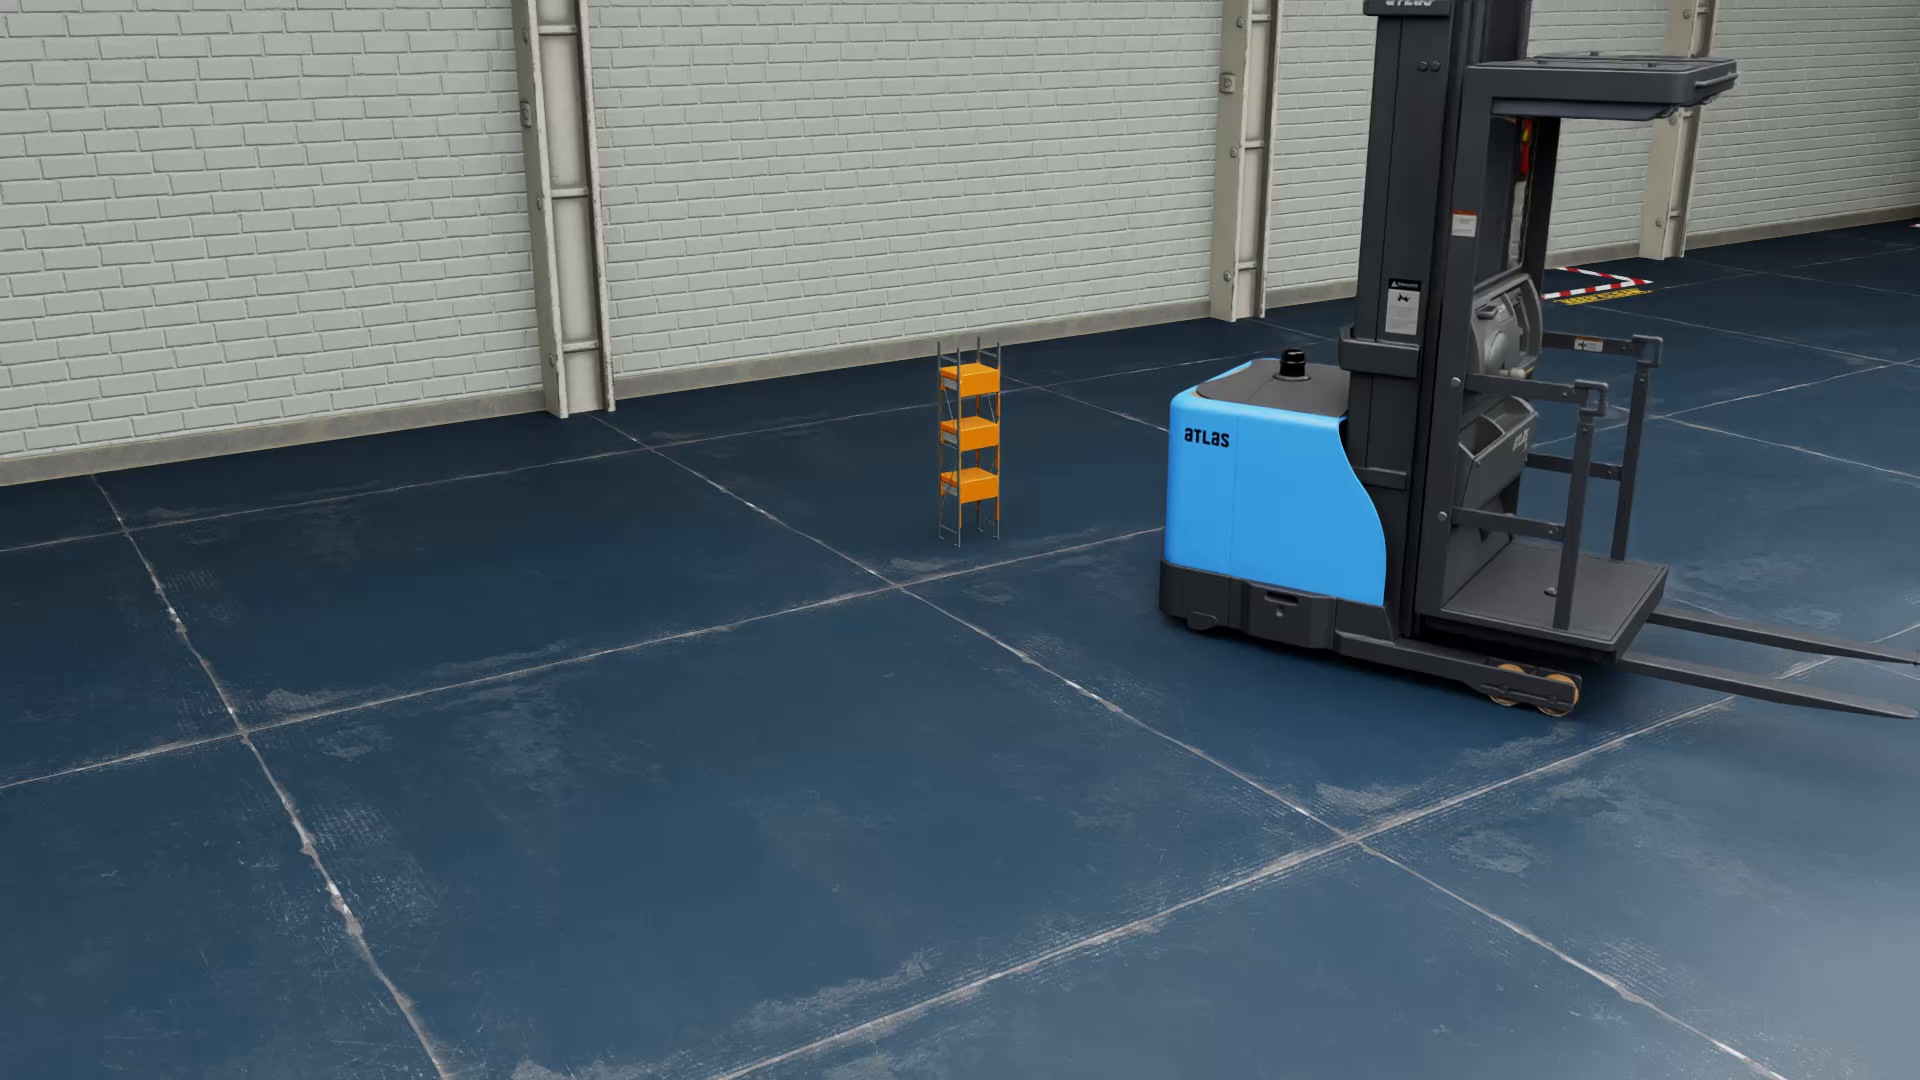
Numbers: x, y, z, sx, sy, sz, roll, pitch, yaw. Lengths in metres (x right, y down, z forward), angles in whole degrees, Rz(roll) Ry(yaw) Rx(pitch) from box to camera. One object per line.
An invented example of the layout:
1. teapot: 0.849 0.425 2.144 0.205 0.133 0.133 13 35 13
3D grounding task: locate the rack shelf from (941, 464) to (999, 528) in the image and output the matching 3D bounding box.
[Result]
1. rack shelf: 0.045 -0.233 8.697 0.240 0.259 0.215 -12 22 -31

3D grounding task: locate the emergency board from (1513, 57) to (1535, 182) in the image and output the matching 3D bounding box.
1. emergency board: 5.337 -4.002 15.899 0.643 1.169 0.194 -12 22 -31

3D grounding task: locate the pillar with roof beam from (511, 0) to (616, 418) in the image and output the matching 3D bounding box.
1. pillar with roof beam: -0.233 -4.004 6.537 0.400 9.000 9.100 -12 22 -31

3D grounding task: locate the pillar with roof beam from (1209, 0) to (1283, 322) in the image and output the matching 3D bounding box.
1. pillar with roof beam: 4.778 -5.061 9.663 0.400 9.000 9.100 -12 22 -31

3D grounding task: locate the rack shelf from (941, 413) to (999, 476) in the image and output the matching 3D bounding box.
1. rack shelf: 0.045 -0.497 8.608 0.240 0.259 0.215 -12 22 -31

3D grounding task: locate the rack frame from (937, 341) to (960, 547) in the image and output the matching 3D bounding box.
1. rack frame: -0.057 -0.485 8.541 0.008 1.050 0.200 -12 22 -31

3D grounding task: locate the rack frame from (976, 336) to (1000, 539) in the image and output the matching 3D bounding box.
1. rack frame: 0.147 -0.528 8.668 0.008 1.050 0.200 -12 22 -31

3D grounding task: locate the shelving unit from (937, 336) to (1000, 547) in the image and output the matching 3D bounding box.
1. shelving unit: 0.045 -0.507 8.605 0.252 1.050 0.215 -12 22 -31

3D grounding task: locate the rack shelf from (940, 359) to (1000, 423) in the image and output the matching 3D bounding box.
1. rack shelf: 0.045 -0.766 8.517 0.240 0.259 0.215 -12 22 -31

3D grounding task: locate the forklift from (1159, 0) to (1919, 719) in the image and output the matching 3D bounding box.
1. forklift: 2.424 -0.875 6.758 3.031 2.935 1.130 12 22 31

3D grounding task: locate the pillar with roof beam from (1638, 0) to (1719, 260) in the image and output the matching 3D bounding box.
1. pillar with roof beam: 9.789 -6.118 12.789 0.400 9.000 9.100 -12 22 -31
